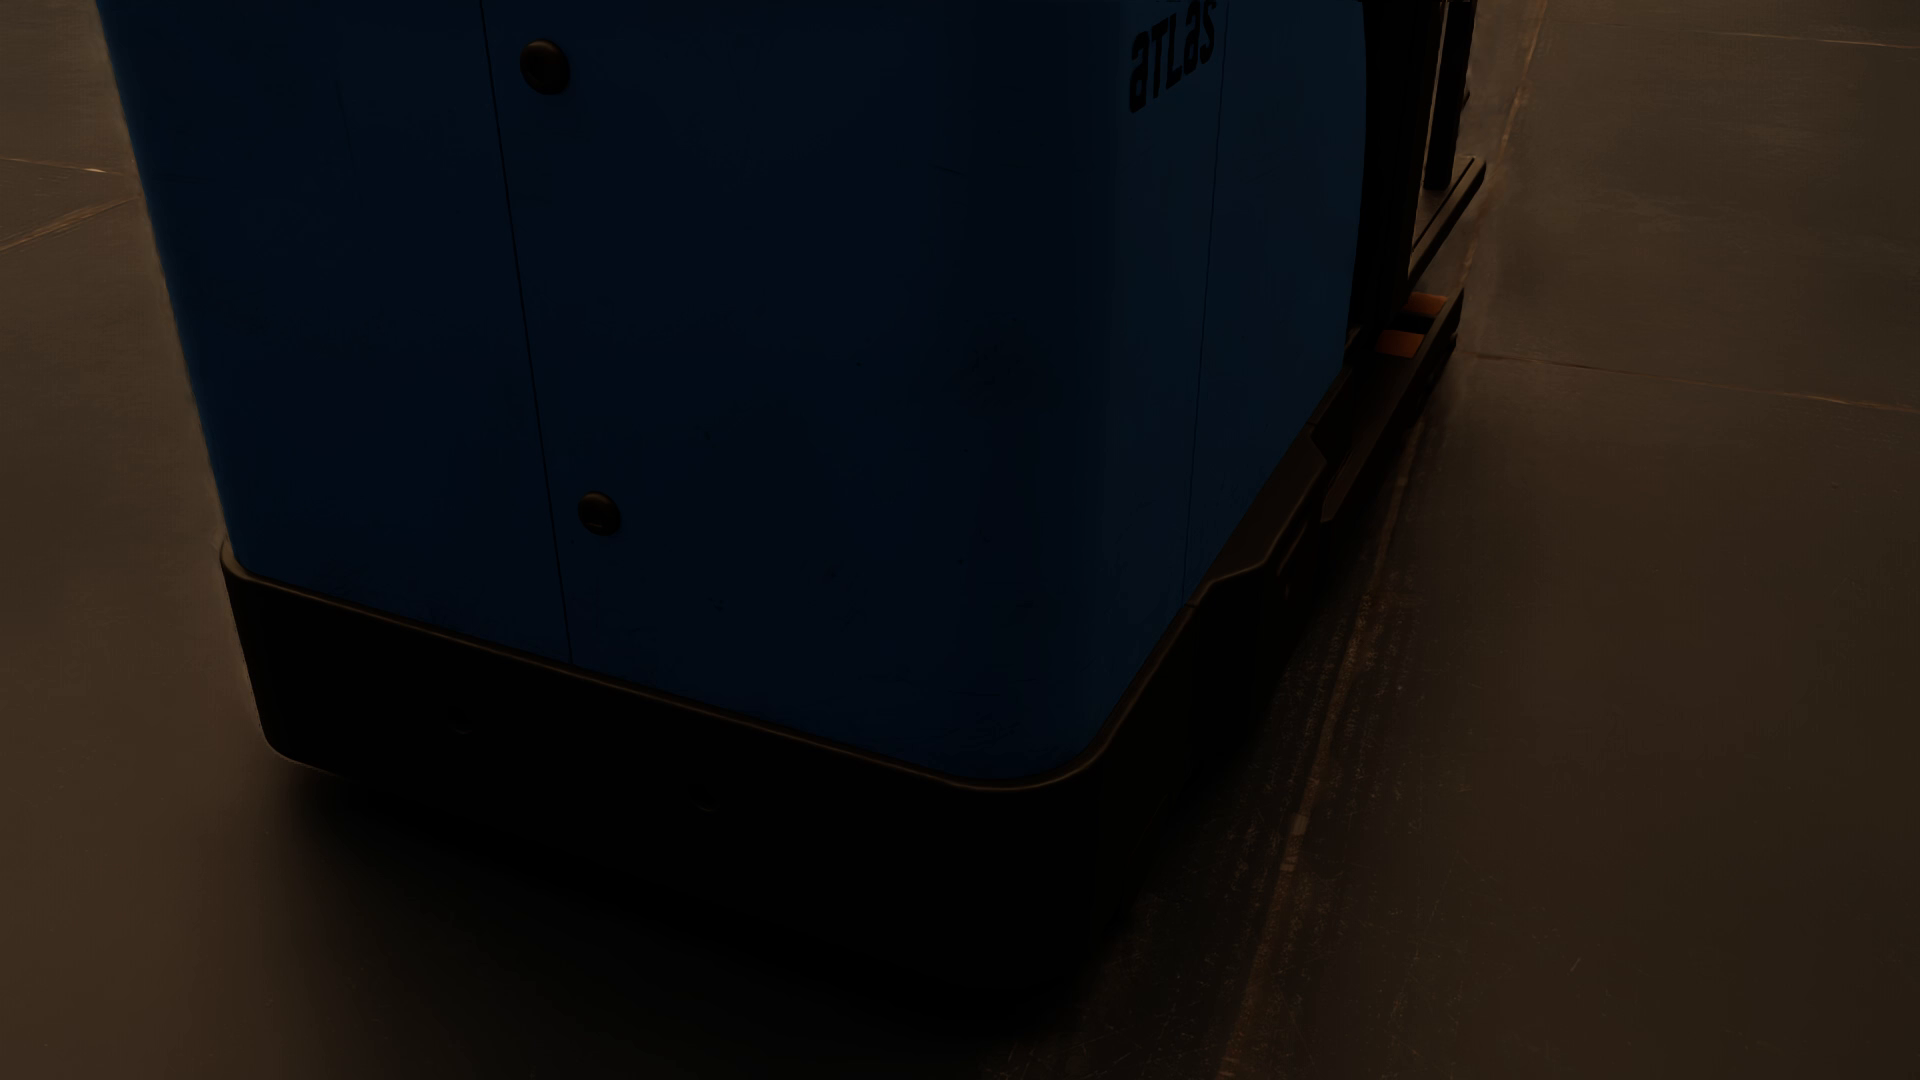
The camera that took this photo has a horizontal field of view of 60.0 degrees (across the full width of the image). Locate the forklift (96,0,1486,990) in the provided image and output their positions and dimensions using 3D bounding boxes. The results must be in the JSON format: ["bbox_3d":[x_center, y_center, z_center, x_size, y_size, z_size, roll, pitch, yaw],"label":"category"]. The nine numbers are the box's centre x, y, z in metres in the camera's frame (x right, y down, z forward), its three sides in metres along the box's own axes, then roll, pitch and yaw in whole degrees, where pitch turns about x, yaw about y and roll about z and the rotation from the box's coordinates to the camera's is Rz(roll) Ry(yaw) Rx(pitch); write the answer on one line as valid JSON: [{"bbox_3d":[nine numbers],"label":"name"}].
[{"bbox_3d":[0.253,-1.549,2.261,1.130,2.935,3.031,13,32,22],"label":"forklift"}]
